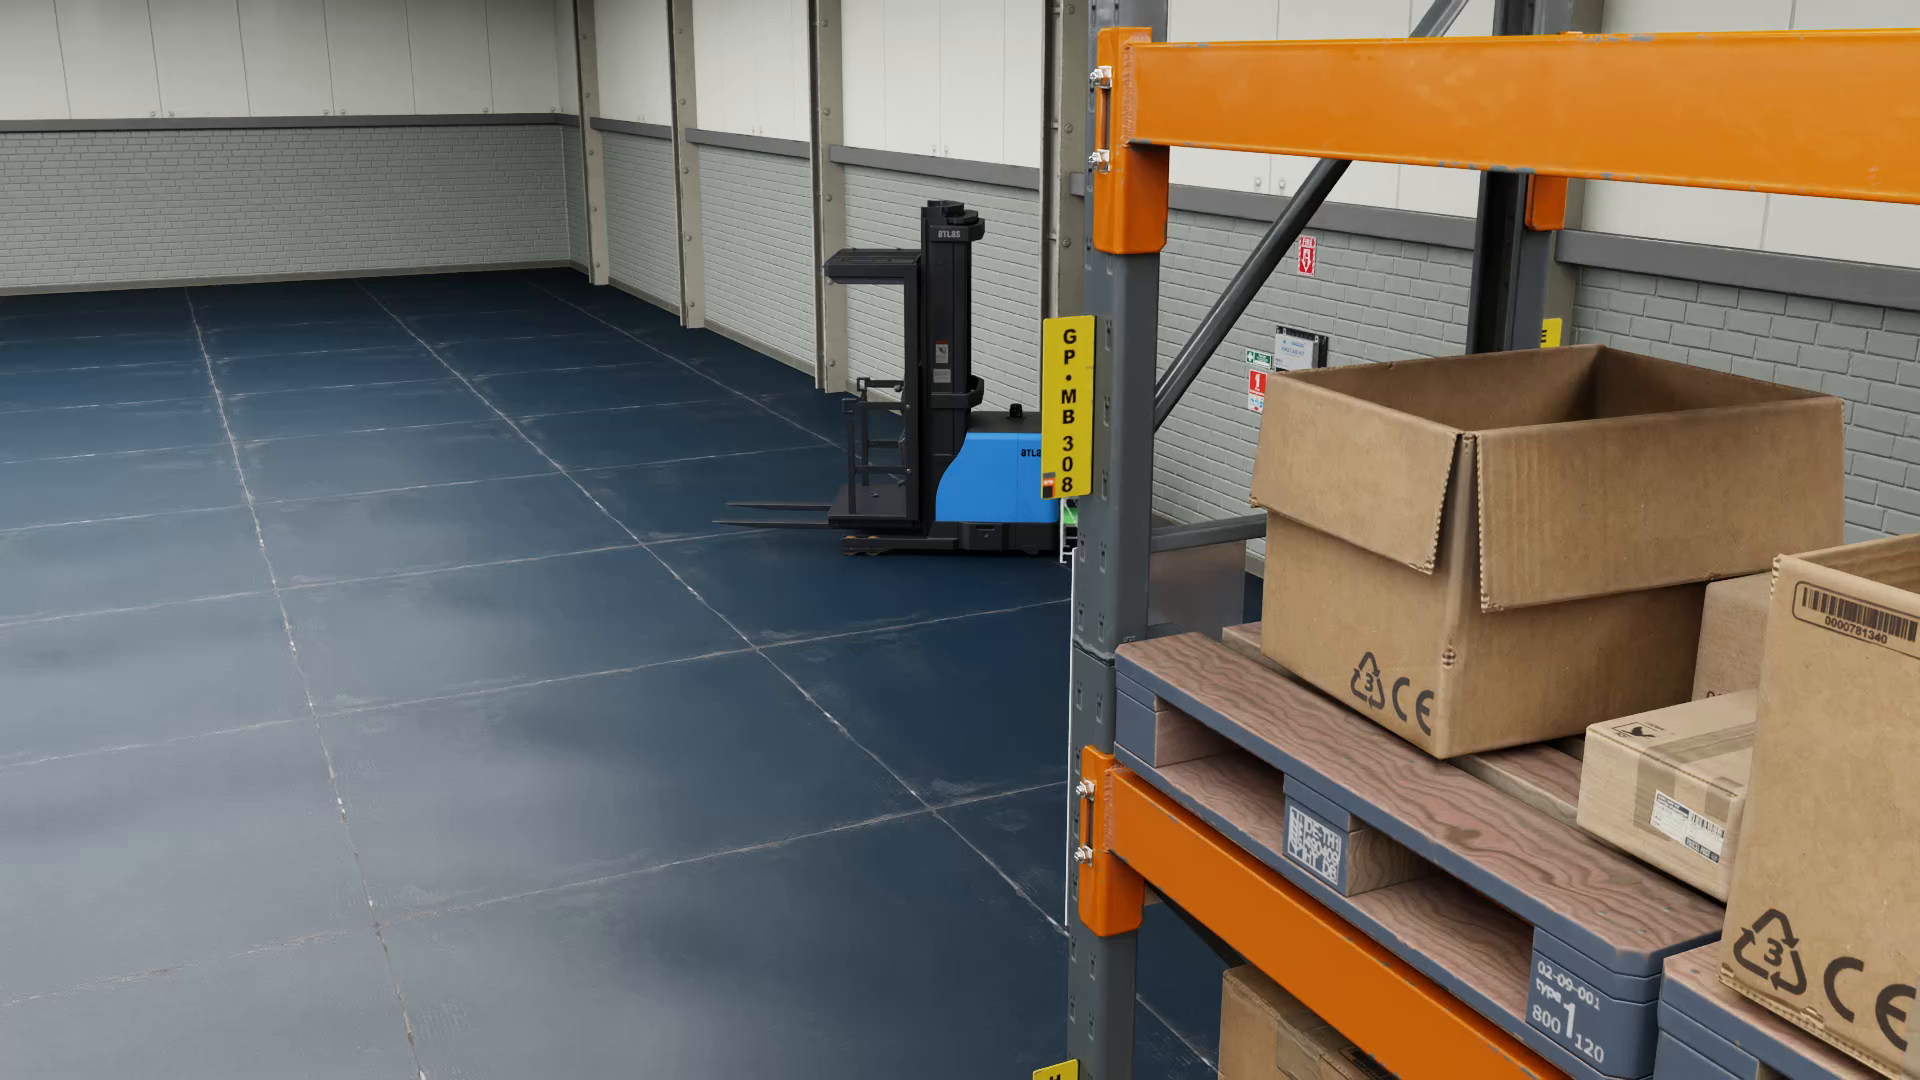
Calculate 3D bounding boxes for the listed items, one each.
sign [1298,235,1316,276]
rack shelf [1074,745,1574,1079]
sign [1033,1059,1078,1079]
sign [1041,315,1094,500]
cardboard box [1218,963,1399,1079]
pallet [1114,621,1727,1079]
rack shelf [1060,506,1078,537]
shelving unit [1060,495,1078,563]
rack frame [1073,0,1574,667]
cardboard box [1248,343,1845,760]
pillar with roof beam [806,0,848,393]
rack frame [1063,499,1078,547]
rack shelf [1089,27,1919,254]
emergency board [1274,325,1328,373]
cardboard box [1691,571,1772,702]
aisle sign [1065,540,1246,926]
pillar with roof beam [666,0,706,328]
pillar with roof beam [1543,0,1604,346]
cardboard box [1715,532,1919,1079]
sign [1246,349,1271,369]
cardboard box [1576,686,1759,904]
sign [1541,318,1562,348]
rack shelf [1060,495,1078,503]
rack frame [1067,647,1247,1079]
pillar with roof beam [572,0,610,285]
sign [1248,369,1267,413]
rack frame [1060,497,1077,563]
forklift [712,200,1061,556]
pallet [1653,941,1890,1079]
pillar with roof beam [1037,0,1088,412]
[{"bbox_3d":[2.638,-2.165,12.653,0.001,0.298,0.199,-8,18,-25],"label":"sign"},{"bbox_3d":[1.569,0.999,1.697,1.077,0.370,4.000,-8,18,-25],"label":"rack shelf"},{"bbox_3d":[0.192,1.211,3.381,0.100,0.325,0.005,-8,18,-25],"label":"sign"},{"bbox_3d":[0.192,-0.235,2.966,0.100,0.325,0.005,-8,18,-25],"label":"sign"},{"bbox_3d":[0.909,1.058,3.092,0.700,0.500,0.500,-8,18,-25],"label":"cardboard box"},{"bbox_3d":[0.980,0.378,2.716,1.003,0.211,1.213,-8,18,-25],"label":"pallet"},{"bbox_3d":[0.995,-0.154,14.215,0.258,0.148,0.480,2,16,6],"label":"rack shelf"},{"bbox_3d":[0.995,-0.446,14.131,0.258,1.200,0.503,2,16,6],"label":"shelving unit"},{"bbox_3d":[0.693,-1.284,2.912,1.000,3.000,0.127,-8,18,-25],"label":"rack frame"},{"bbox_3d":[0.941,-0.018,2.736,0.797,0.503,0.637,-6,17,-21],"label":"cardboard box"},{"bbox_3d":[-5.527,-5.758,18.501,9.100,9.000,0.400,-8,18,-25],"label":"pillar with roof beam"},{"bbox_3d":[1.024,-0.513,14.364,0.240,1.200,0.015,2,16,6],"label":"rack frame"},{"bbox_3d":[1.569,-0.250,1.338,1.077,0.370,4.000,-8,18,-25],"label":"rack shelf"},{"bbox_3d":[2.552,-1.036,12.924,0.194,1.169,0.643,-8,18,-25],"label":"emergency board"},{"bbox_3d":[1.435,0.214,2.385,0.500,0.250,0.500,-8,18,-25],"label":"cardboard box"},{"bbox_3d":[0.389,0.370,3.309,0.394,0.787,0.004,-8,18,-25],"label":"aisle sign"},{"bbox_3d":[-8.155,-7.246,23.685,9.100,9.000,0.400,-8,18,-25],"label":"pillar with roof beam"},{"bbox_3d":[-0.270,-2.782,8.132,9.100,9.000,0.400,-8,18,-25],"label":"pillar with roof beam"},{"bbox_3d":[1.175,0.285,1.685,0.500,0.500,0.500,-8,18,-25],"label":"cardboard box"},{"bbox_3d":[2.397,-1.456,13.359,0.001,0.109,0.331,-8,18,-25],"label":"sign"},{"bbox_3d":[1.050,0.322,2.192,0.380,0.149,0.250,-8,18,-25],"label":"cardboard box"},{"bbox_3d":[1.187,-0.292,3.431,0.100,0.325,0.005,-8,18,-25],"label":"sign"},{"bbox_3d":[0.995,-0.385,14.149,0.258,0.148,0.480,2,16,6],"label":"rack shelf"},{"bbox_3d":[0.693,1.599,3.739,1.000,3.000,0.127,-8,18,-25],"label":"rack frame"},{"bbox_3d":[-10.784,-8.733,28.869,9.100,9.000,0.400,-8,18,-25],"label":"pillar with roof beam"},{"bbox_3d":[2.402,-1.203,13.440,0.001,0.329,0.234,-8,18,-25],"label":"sign"},{"bbox_3d":[0.967,-0.380,13.898,0.240,1.200,0.015,2,16,6],"label":"rack frame"},{"bbox_3d":[-0.629,-1.419,14.383,3.031,2.935,1.130,1,16,3],"label":"forklift"},{"bbox_3d":[1.518,0.681,1.660,1.003,0.211,1.213,-8,18,-25],"label":"pallet"},{"bbox_3d":[-2.898,-4.270,13.316,9.100,9.000,0.400,-8,18,-25],"label":"pillar with roof beam"}]
